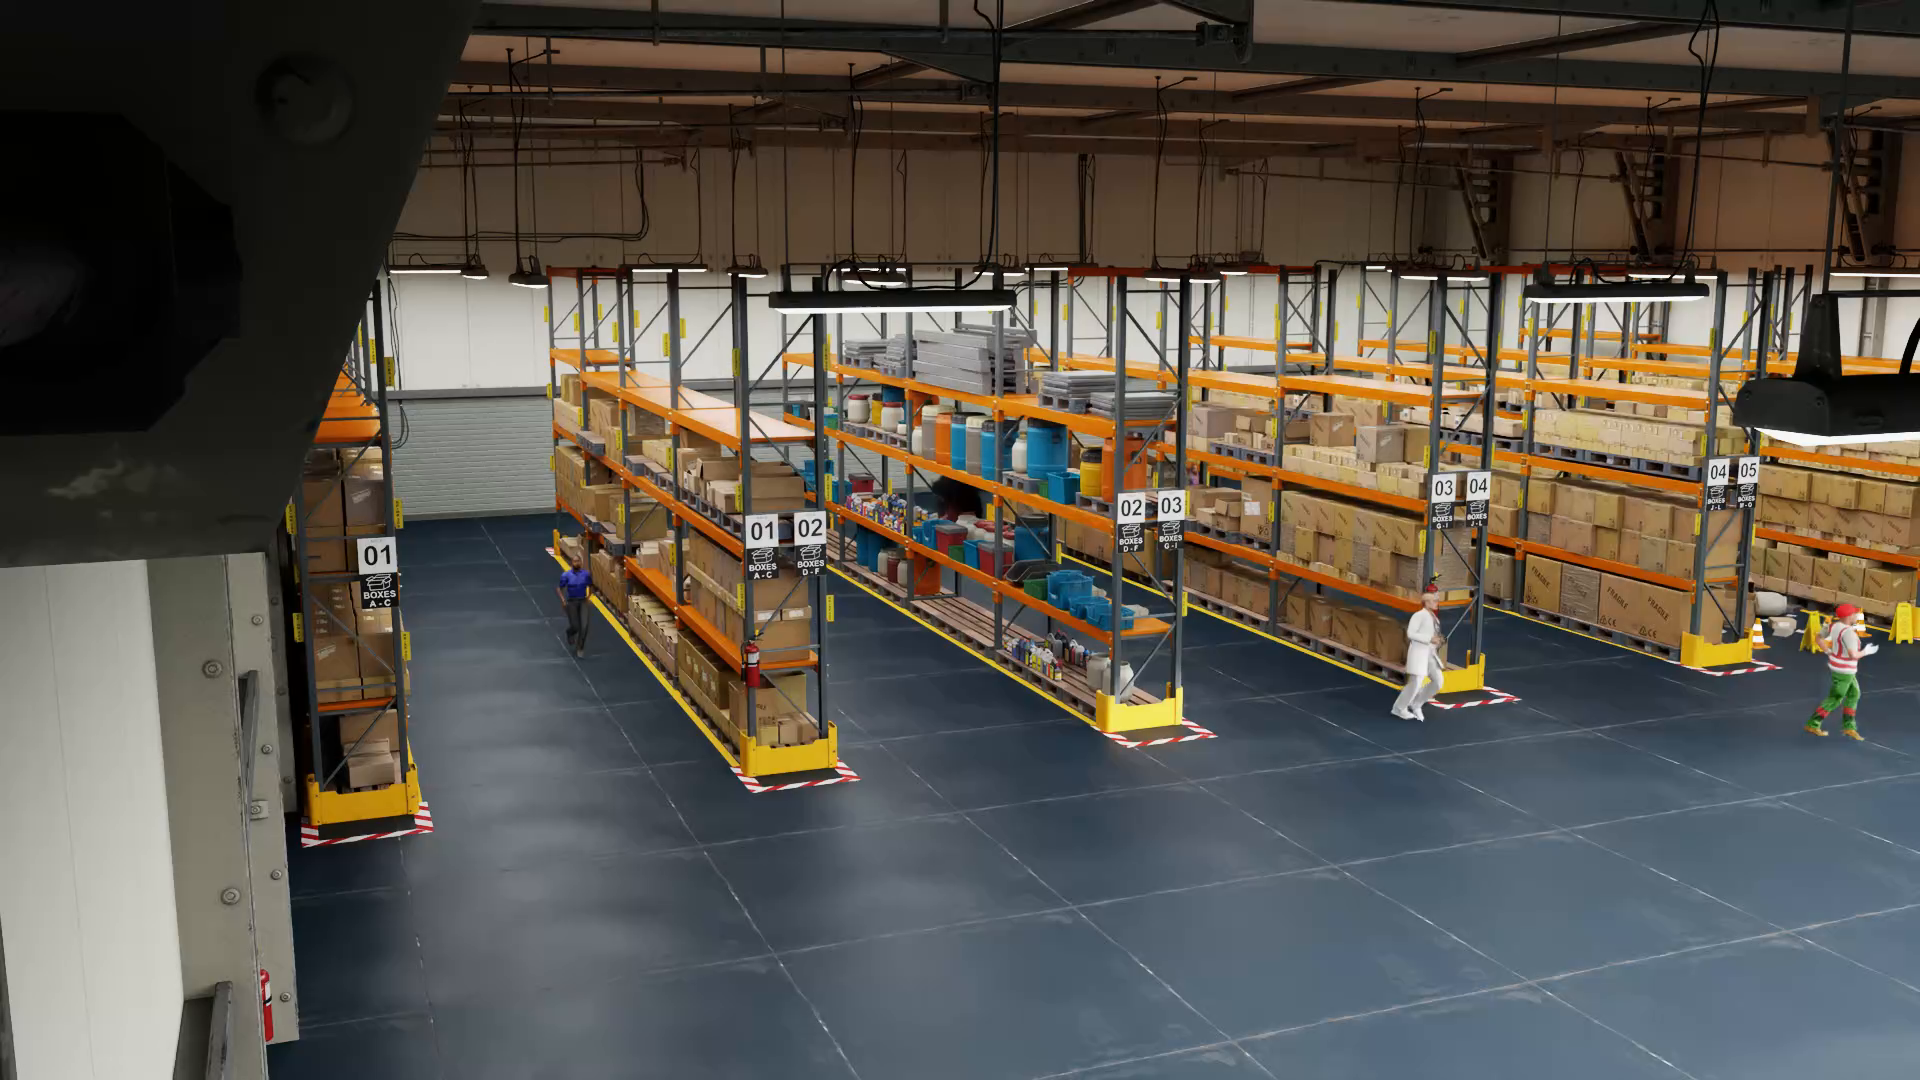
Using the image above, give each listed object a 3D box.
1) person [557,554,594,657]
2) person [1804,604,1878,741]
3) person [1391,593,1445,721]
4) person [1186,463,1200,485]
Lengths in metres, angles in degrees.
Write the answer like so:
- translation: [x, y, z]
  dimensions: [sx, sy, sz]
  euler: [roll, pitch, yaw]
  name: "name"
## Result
- translation: [-6.033, 1.030, 26.211]
  dimensions: [0.576, 1.604, 0.565]
  euler: [-5, 11, -25]
  name: "person"
- translation: [11.414, 1.726, 21.544]
  dimensions: [0.775, 1.840, 0.639]
  euler: [2, 10, 13]
  name: "person"
- translation: [6.337, 1.589, 22.611]
  dimensions: [0.714, 1.746, 0.690]
  euler: [-8, 13, -39]
  name: "person"
- translation: [5.281, -0.941, 37.404]
  dimensions: [0.553, 1.586, 0.806]
  euler: [-3, 10, -18]
  name: "person"
